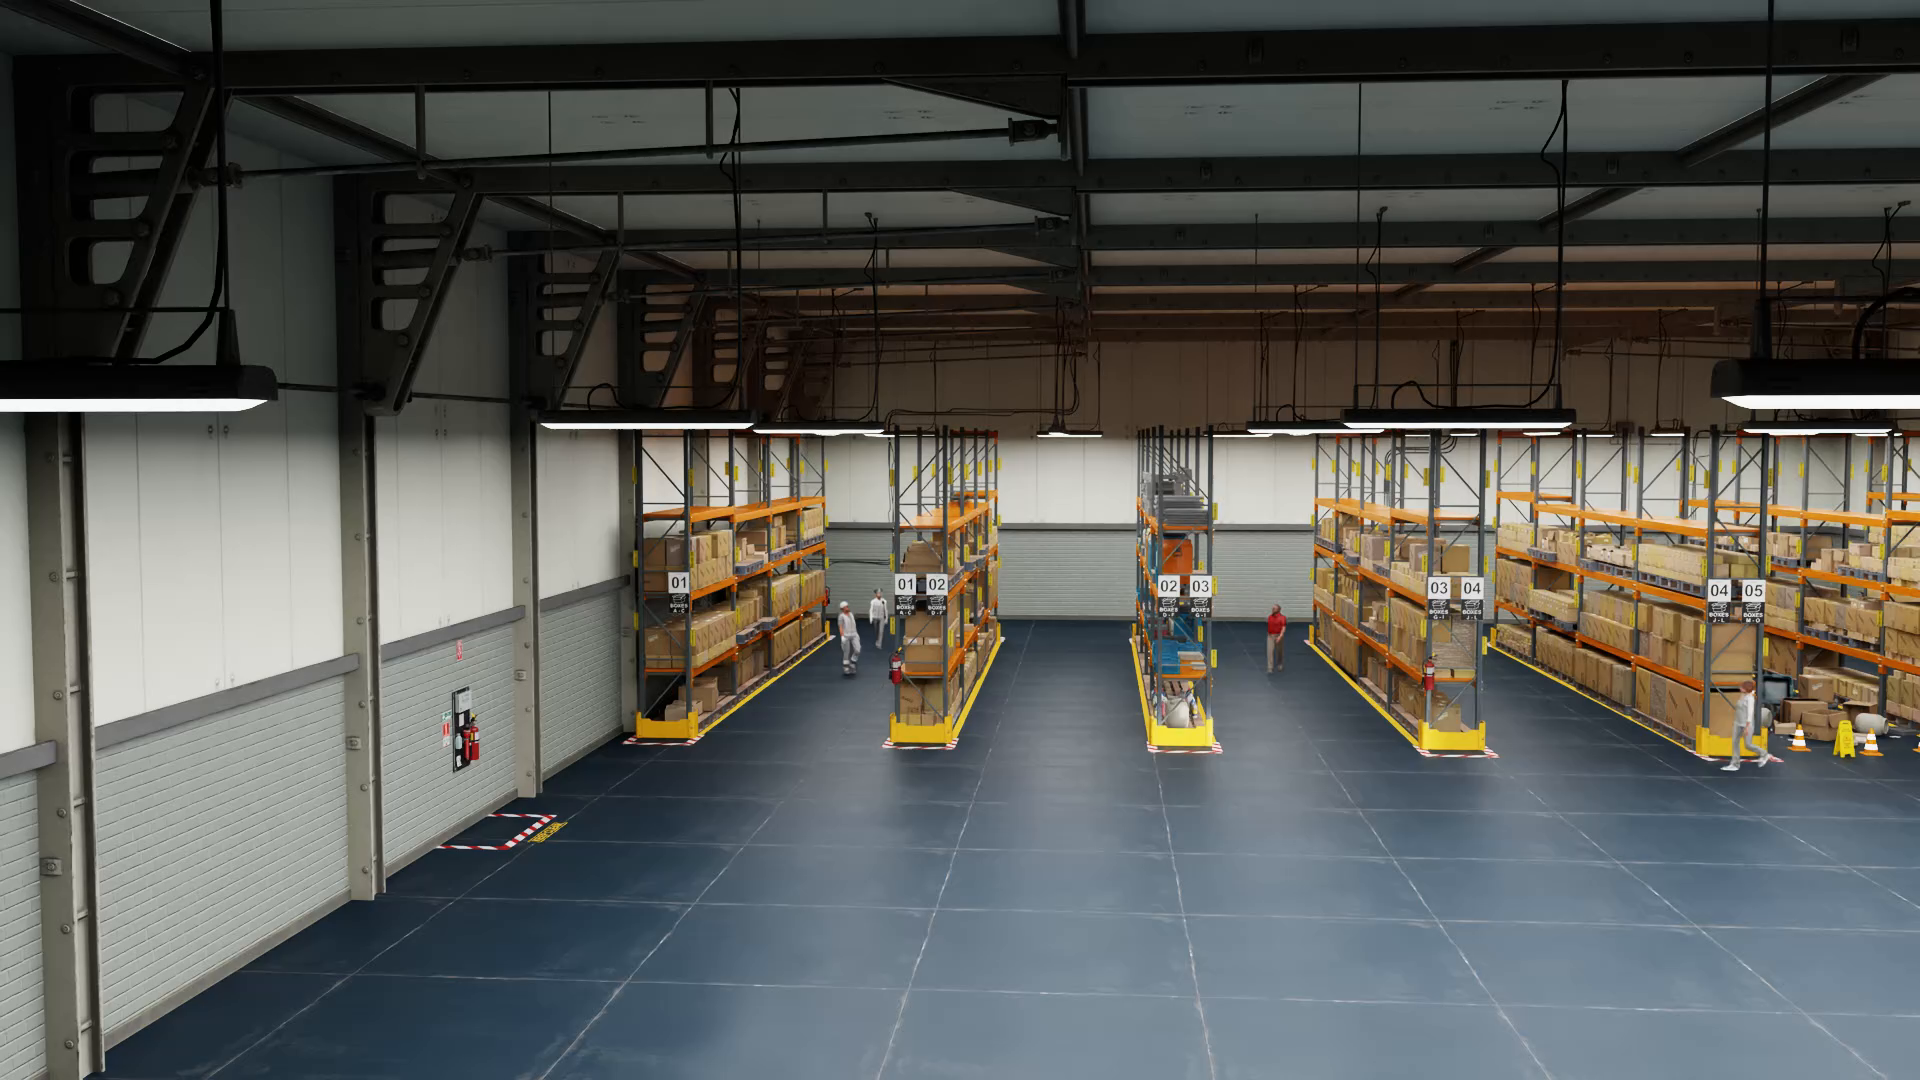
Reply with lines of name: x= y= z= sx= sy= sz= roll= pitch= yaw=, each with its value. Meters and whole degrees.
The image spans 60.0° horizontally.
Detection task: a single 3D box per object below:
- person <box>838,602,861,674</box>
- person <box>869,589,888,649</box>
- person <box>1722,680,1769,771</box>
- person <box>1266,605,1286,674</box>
person: x=-2.698 y=2.407 z=40.713 sx=0.615 sy=1.798 sz=0.550 roll=-2 pitch=4 yaw=-25
person: x=-2.244 y=2.153 z=45.657 sx=0.492 sy=1.644 sz=0.979 roll=0 pitch=3 yaw=8
person: x=13.590 y=3.203 z=28.699 sx=0.760 sy=1.576 sz=0.407 roll=-1 pitch=4 yaw=-18
person: x=7.760 y=2.420 z=40.771 sx=0.472 sy=1.668 sz=1.044 roll=1 pitch=4 yaw=14
